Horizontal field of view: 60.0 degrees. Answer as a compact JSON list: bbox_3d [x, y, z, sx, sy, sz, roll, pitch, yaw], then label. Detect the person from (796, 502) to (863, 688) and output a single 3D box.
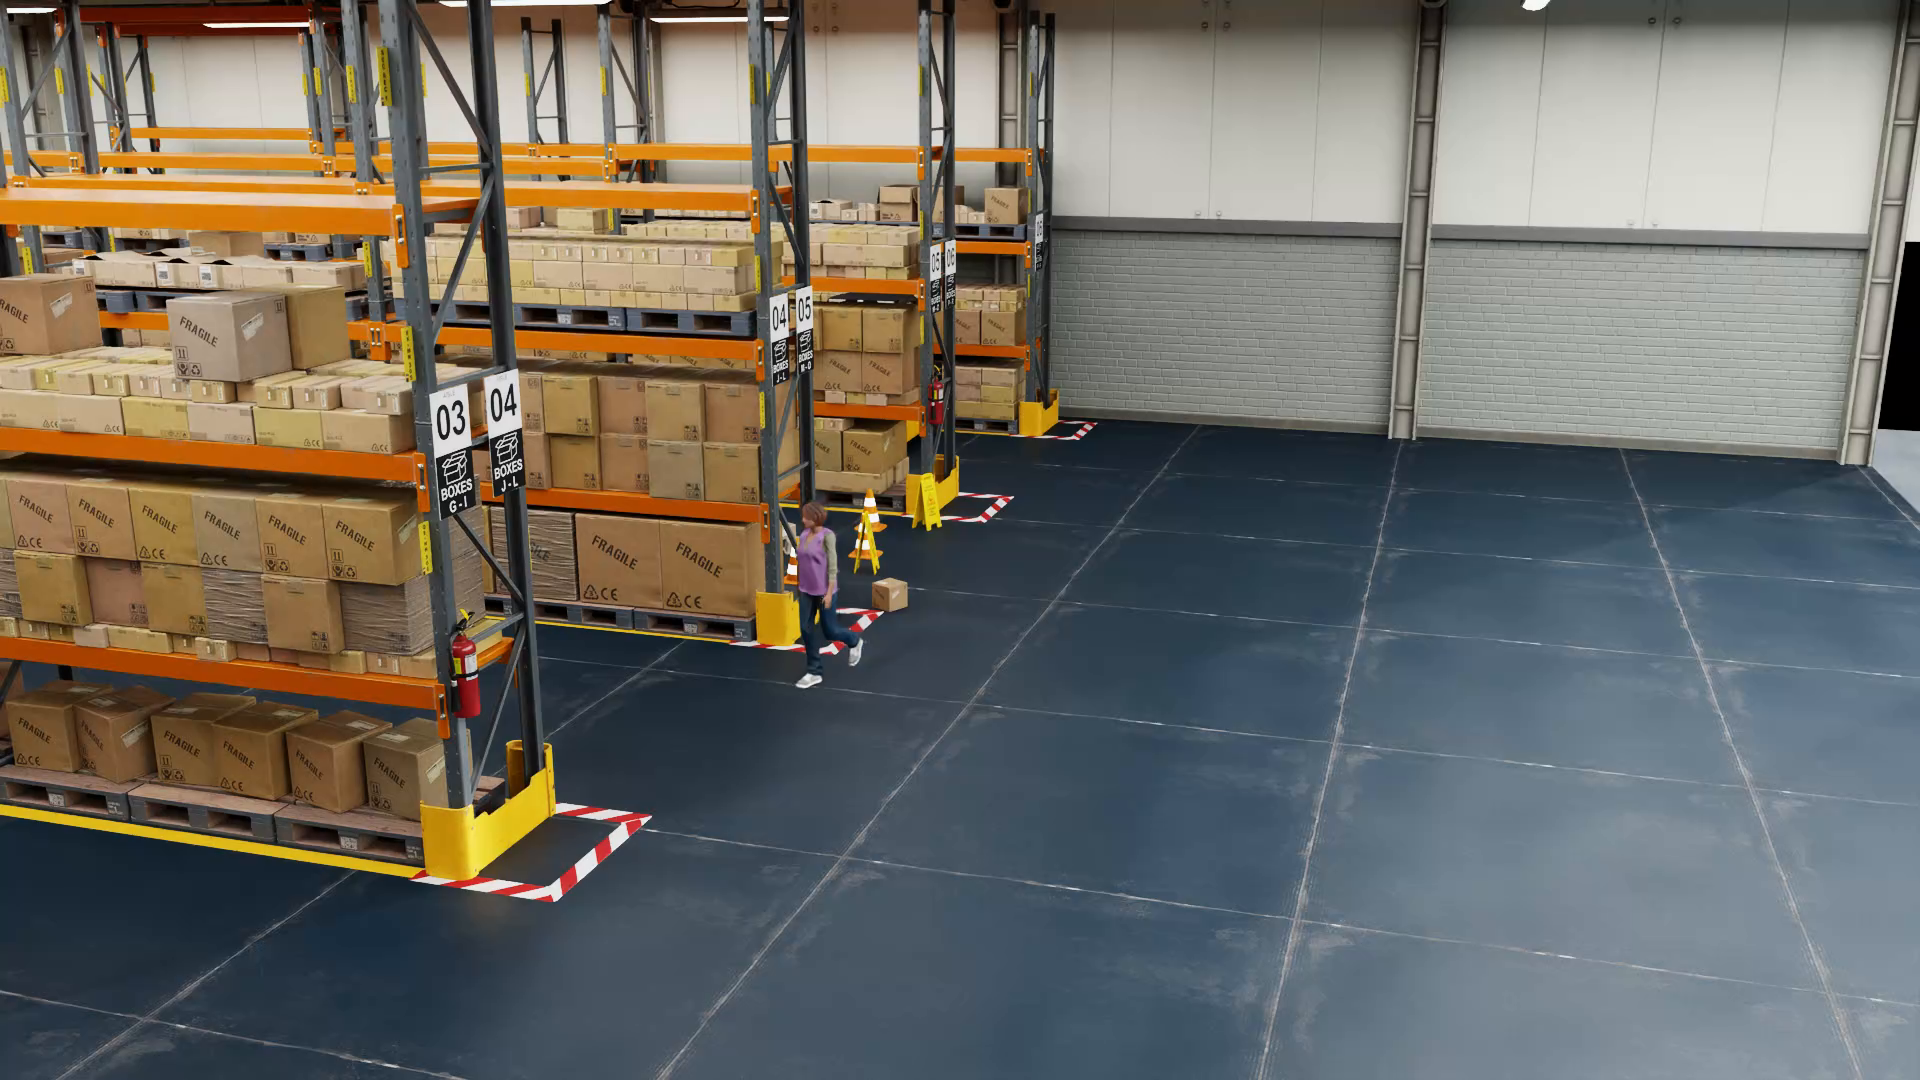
[{"bbox_3d":[-1.189,0.441,14.317,0.425,1.564,0.725,12,19,37],"label":"person"}]
